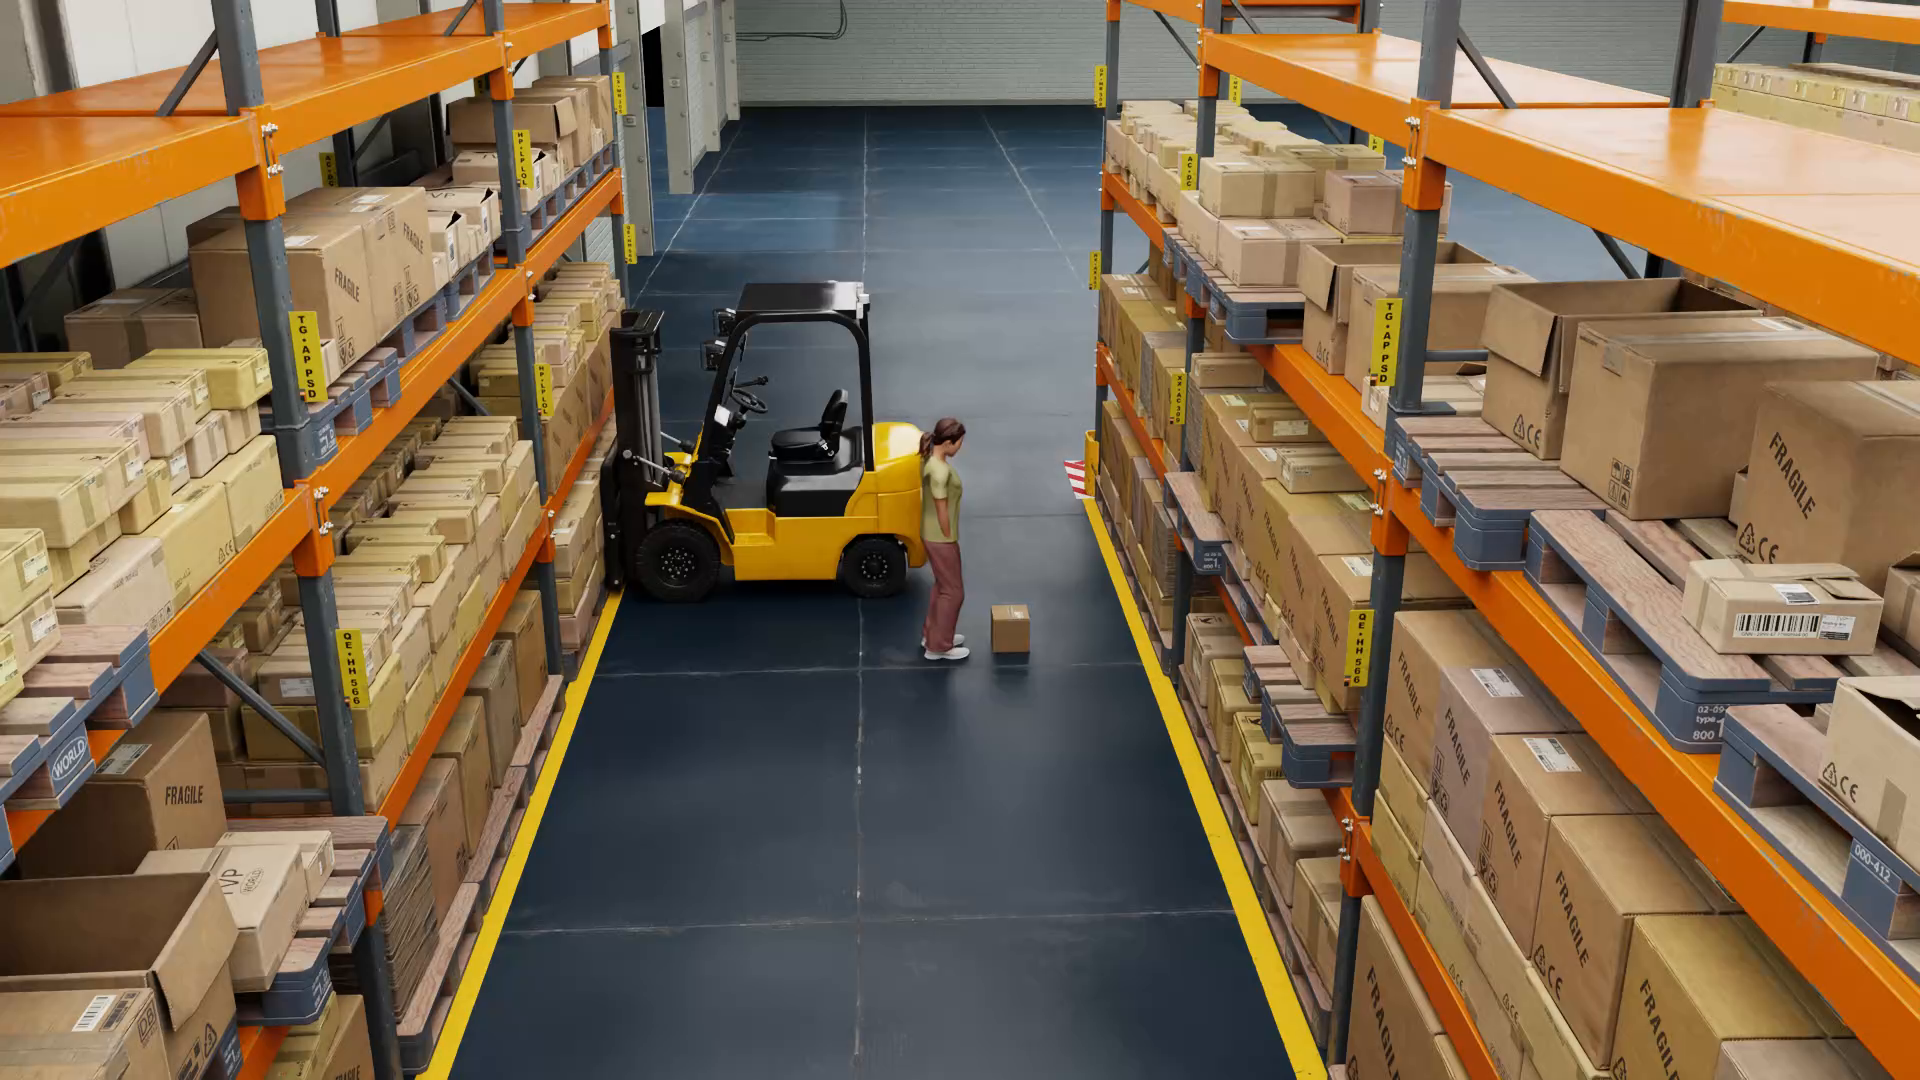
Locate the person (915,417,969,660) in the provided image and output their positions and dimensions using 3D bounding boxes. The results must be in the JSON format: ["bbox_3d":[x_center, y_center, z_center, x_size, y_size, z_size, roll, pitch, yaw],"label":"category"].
[{"bbox_3d":[-0.124,-0.020,11.164,0.356,1.663,0.455,-3,21,-9],"label":"person"}]
